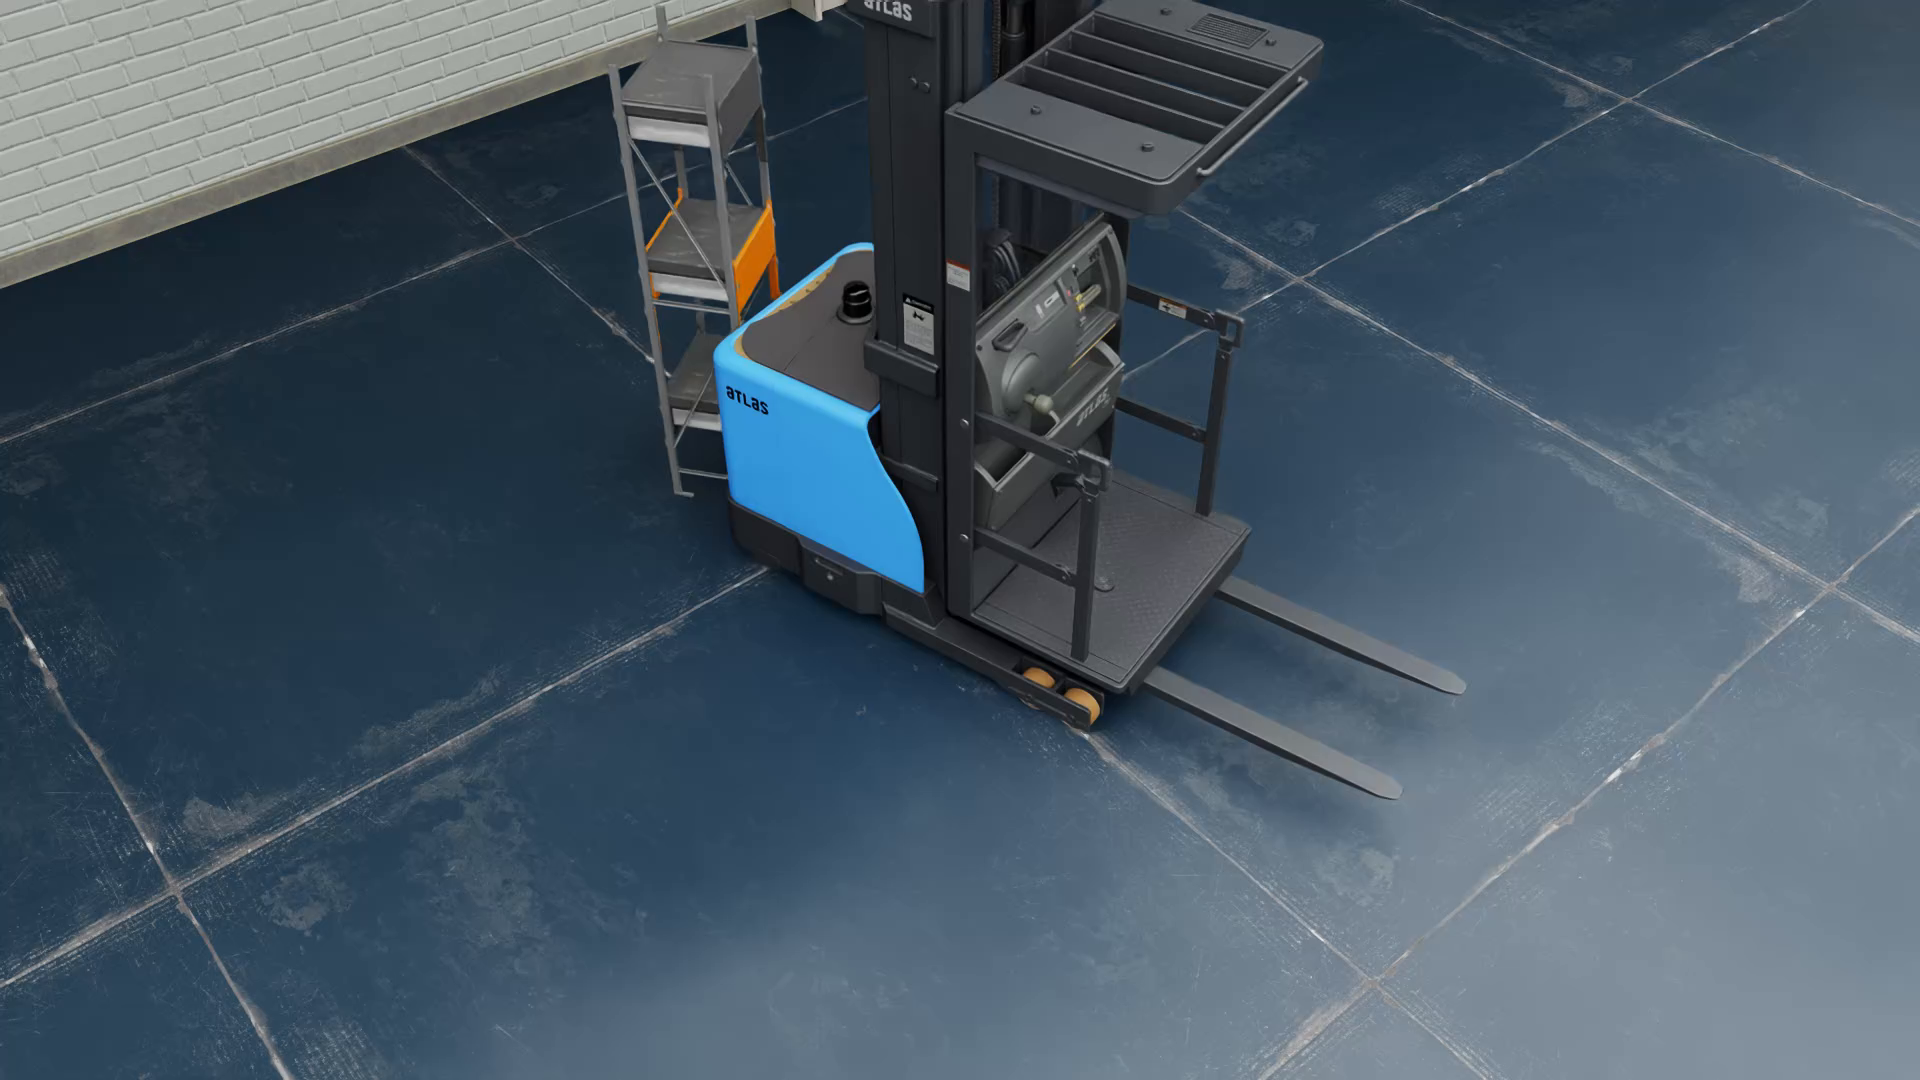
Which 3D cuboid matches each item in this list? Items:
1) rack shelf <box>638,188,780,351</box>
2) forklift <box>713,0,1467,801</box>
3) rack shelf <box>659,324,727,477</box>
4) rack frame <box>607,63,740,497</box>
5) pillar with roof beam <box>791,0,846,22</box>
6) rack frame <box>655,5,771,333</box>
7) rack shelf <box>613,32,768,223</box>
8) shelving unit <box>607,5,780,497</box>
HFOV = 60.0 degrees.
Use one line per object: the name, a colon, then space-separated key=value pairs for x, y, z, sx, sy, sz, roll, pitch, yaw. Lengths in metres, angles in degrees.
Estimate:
rack shelf: x=-1.040 y=-1.100 z=6.961 sx=0.431 sy=0.518 sz=0.480 roll=9 pitch=44 yaw=10
forklift: x=0.512 y=-0.742 z=5.953 sx=3.031 sy=2.935 sz=1.130 roll=25 pitch=49 yaw=24
rack shelf: x=-1.040 y=-0.590 z=7.440 sx=0.431 sy=0.518 sz=0.480 roll=9 pitch=44 yaw=10
rack frame: x=-1.095 y=-0.947 z=6.778 sx=0.400 sy=2.100 sz=0.015 roll=9 pitch=44 yaw=10
pillar with roof beam: x=1.868 y=-4.594 z=5.621 sx=0.400 sy=9.000 sz=9.100 roll=-30 pitch=51 yaw=-28
rack frame: x=-0.984 y=-1.273 z=7.125 sx=0.400 sy=2.100 sz=0.015 roll=9 pitch=44 yaw=10
rack shelf: x=-1.039 y=-1.610 z=6.482 sx=0.431 sy=0.518 sz=0.480 roll=9 pitch=44 yaw=10
shelving unit: x=-1.040 y=-1.110 z=6.952 sx=0.431 sy=2.100 sz=0.503 roll=9 pitch=44 yaw=10
